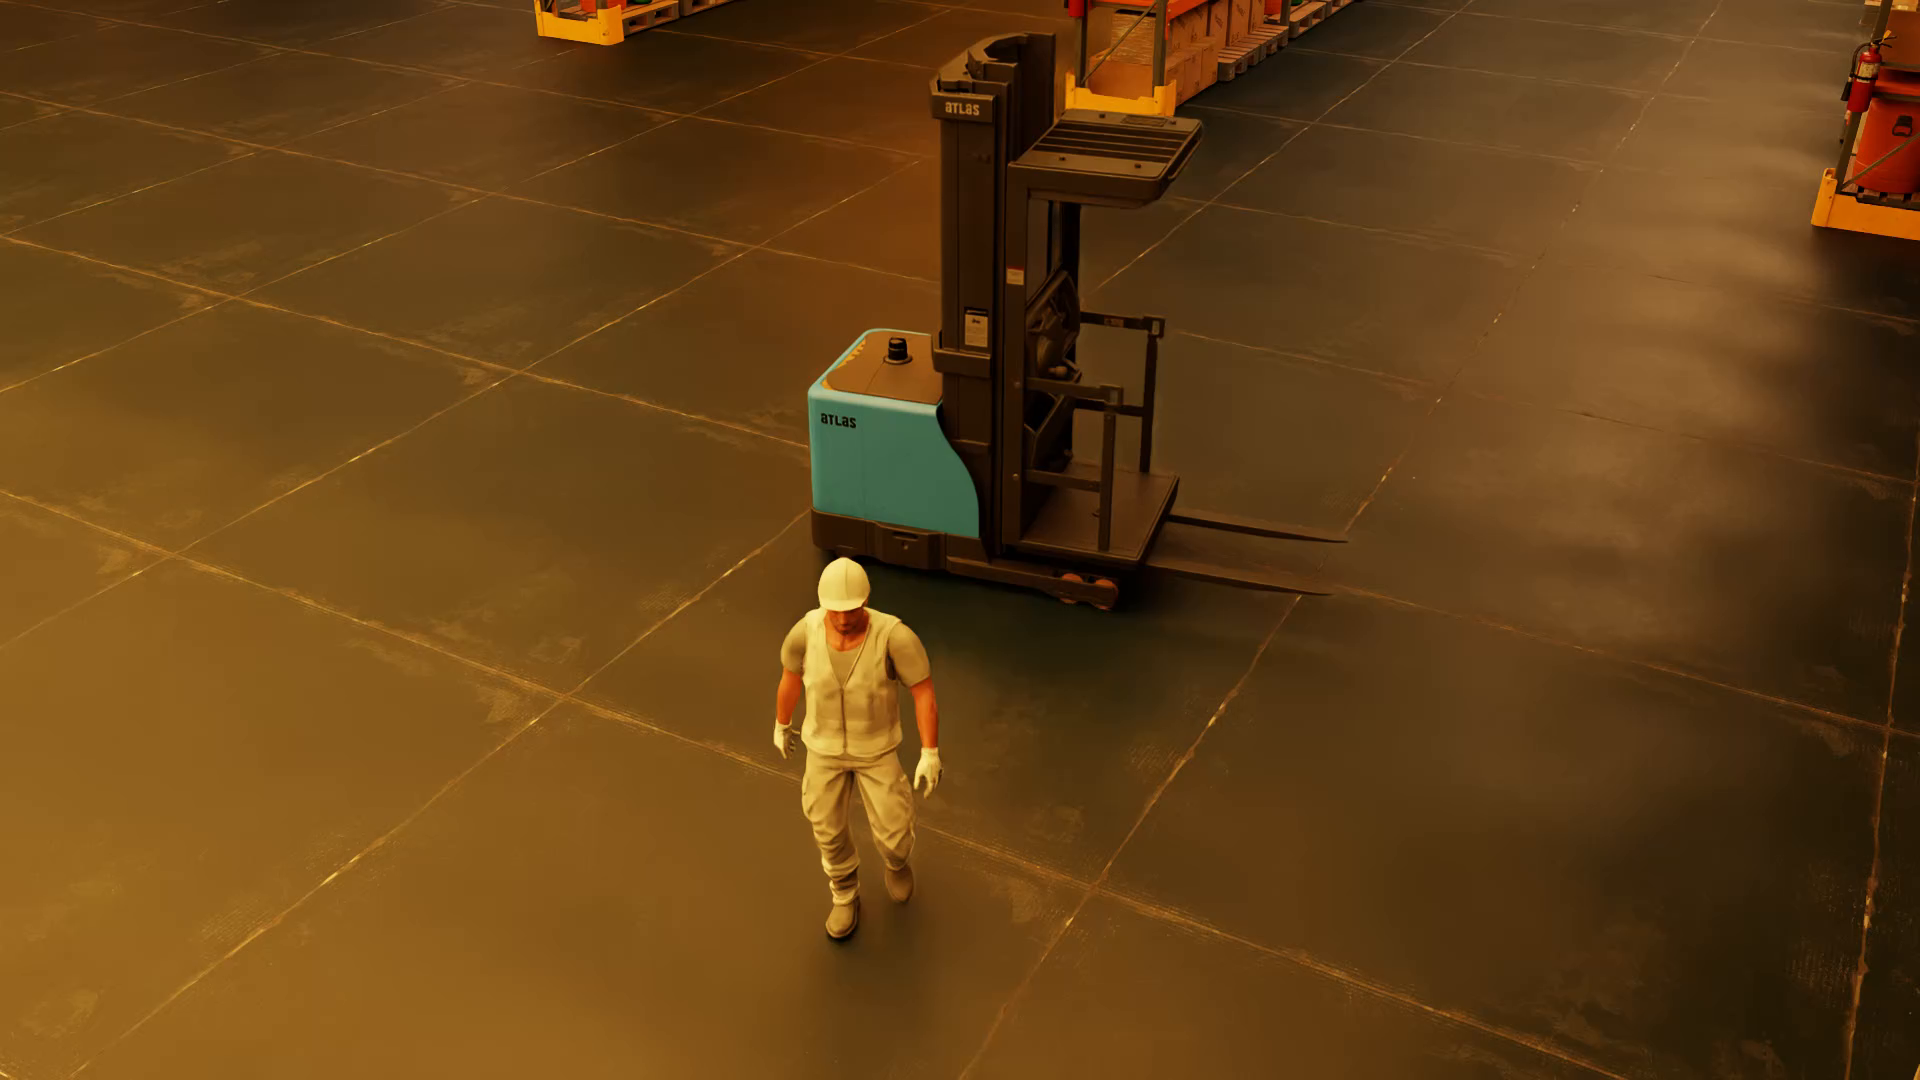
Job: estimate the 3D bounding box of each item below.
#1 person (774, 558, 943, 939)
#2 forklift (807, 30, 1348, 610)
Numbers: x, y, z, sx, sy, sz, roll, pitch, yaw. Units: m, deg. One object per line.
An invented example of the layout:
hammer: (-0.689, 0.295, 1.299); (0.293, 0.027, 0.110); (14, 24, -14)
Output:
person: (-0.423, 0.851, 6.763); (0.735, 1.766, 0.485); (3, 30, 5)
forklift: (0.699, -1.179, 9.113); (3.031, 2.935, 1.130); (10, 31, 16)
